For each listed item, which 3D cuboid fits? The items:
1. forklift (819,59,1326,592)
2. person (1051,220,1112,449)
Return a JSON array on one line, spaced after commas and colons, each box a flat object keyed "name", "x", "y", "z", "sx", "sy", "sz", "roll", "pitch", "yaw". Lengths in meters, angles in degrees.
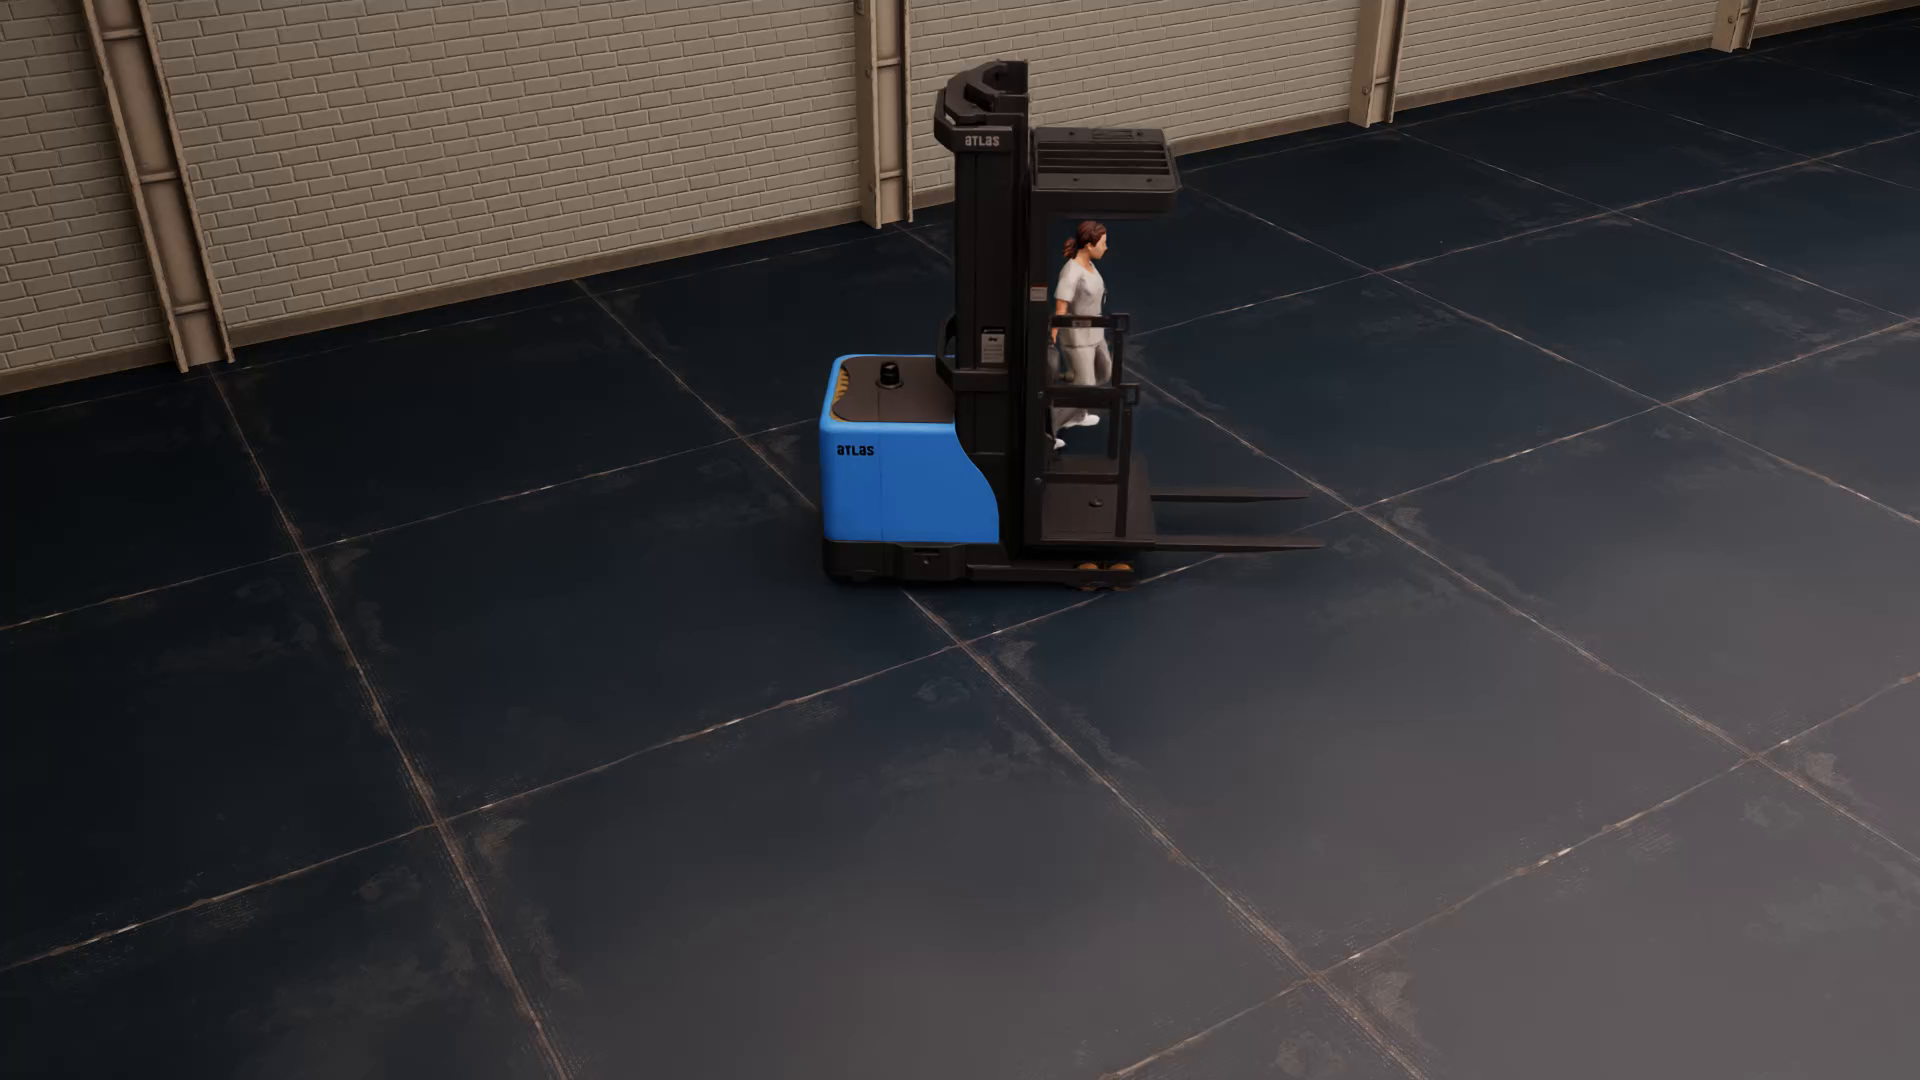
[{"name": "forklift", "x": 0.699, "y": -1.226, "z": 9.695, "sx": 3.031, "sy": 2.935, "sz": 1.130, "roll": 1, "pitch": 31, "yaw": 2}, {"name": "person", "x": 0.751, "y": -1.375, "z": 11.255, "sx": 0.484, "sy": 1.599, "sz": 0.781, "roll": 14, "pitch": 34, "yaw": 22}]
